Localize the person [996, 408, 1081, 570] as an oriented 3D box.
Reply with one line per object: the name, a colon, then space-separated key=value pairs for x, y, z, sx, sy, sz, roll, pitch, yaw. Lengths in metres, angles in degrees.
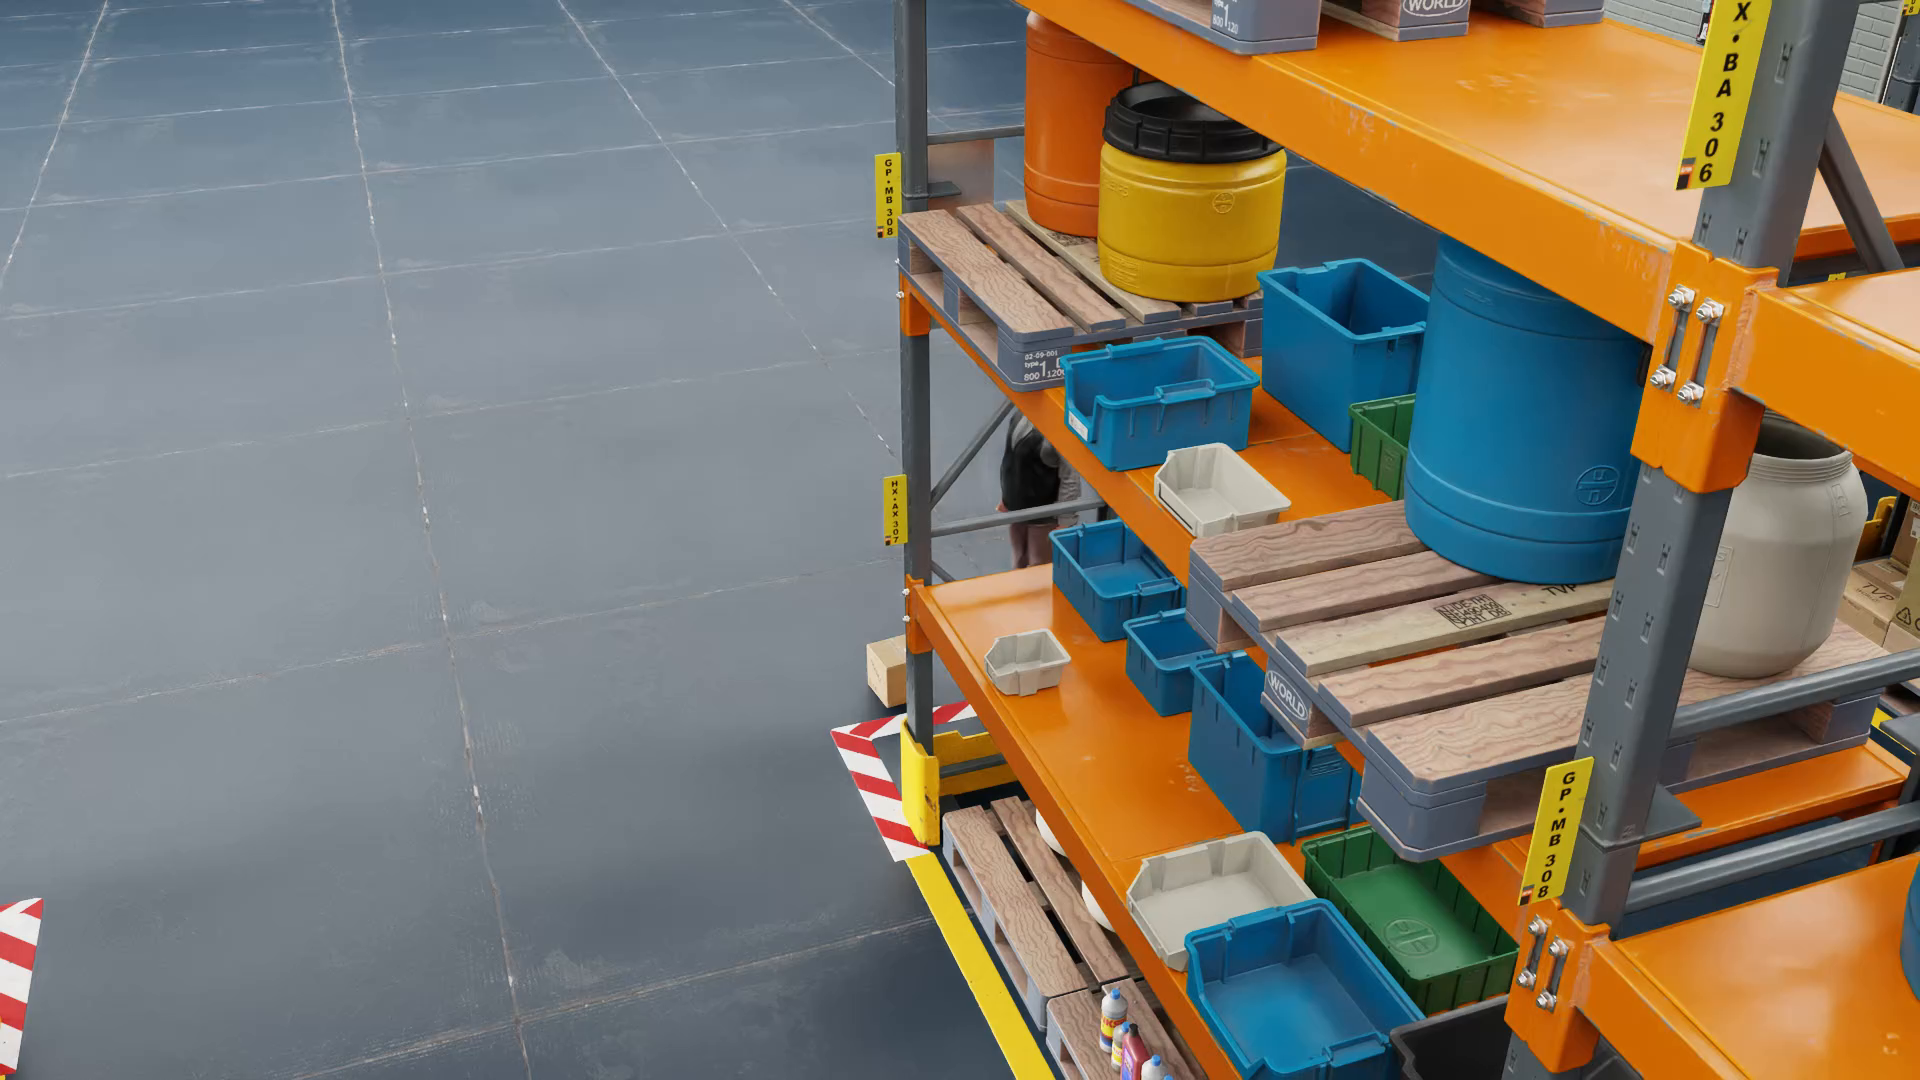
person: x=0.384 y=-0.132 z=8.560 sx=0.407 sy=1.727 sz=0.546 roll=-14 pitch=33 yaw=-23
